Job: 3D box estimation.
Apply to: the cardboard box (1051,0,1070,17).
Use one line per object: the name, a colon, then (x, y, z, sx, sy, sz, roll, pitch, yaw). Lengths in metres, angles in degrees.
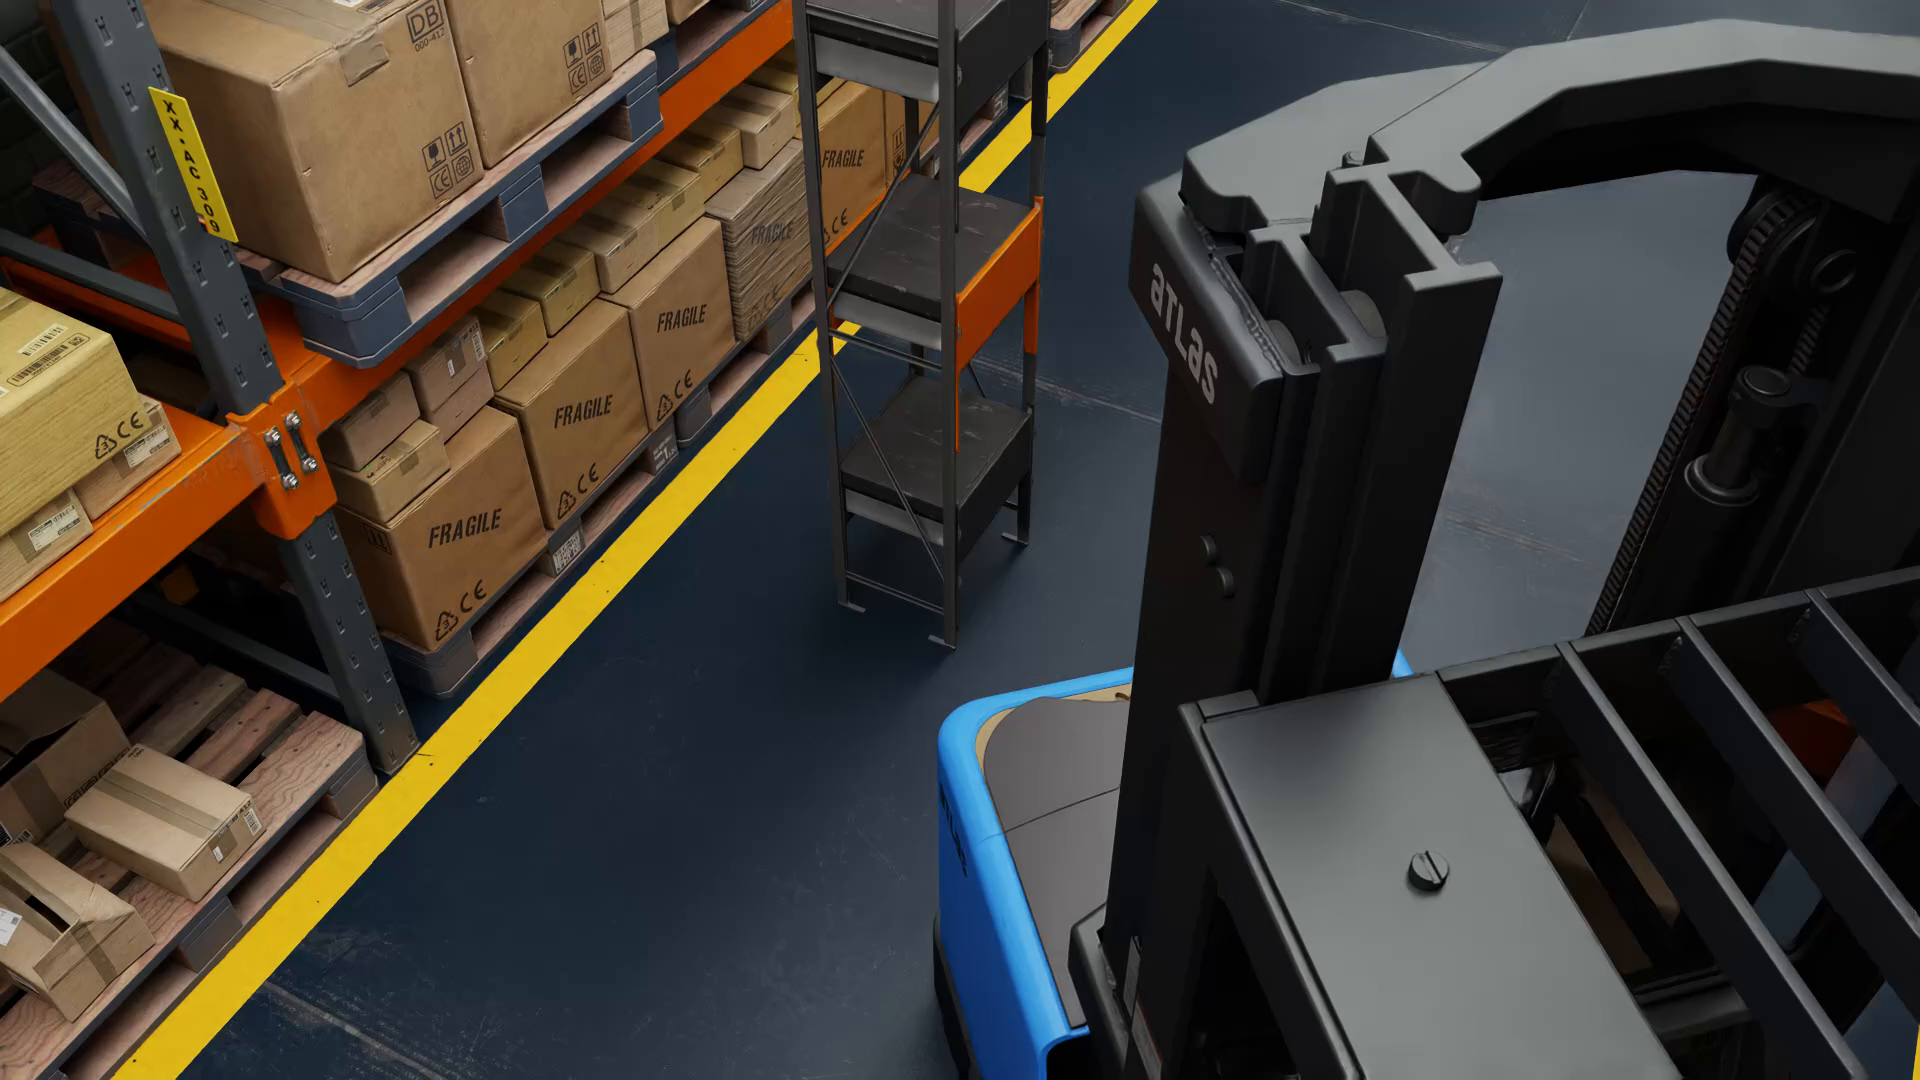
cardboard box: (0.174, -2.821, 7.304, 0.875, 0.625, 0.625, 22, 49, 20)

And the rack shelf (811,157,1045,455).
rack shelf: (-0.077, -0.624, 4.410, 0.431, 0.518, 0.480, 20, 49, 19)

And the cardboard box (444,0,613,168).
cardboard box: (-1.321, -1.340, 4.100, 0.700, 0.500, 0.500, 21, 49, 19)

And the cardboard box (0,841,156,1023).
cardboard box: (-2.148, 0.886, 3.892, 0.396, 0.266, 0.258, 22, 49, 20)

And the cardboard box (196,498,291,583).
cardboard box: (-2.018, -0.276, 4.876, 0.500, 0.500, 0.500, 20, 49, 19)

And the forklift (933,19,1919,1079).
forklift: (0.810, 0.991, 2.210, 1.130, 2.935, 3.031, -11, 46, -10)

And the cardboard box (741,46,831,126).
cardboard box: (-0.671, -1.580, 5.709, 0.380, 0.149, 0.250, 20, 49, 18)

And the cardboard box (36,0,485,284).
cardboard box: (-1.561, -1.014, 3.777, 0.700, 0.500, 0.500, 22, 49, 20)

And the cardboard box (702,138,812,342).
cardboard box: (-0.840, -1.076, 5.666, 0.500, 0.500, 0.500, 19, 48, 18)

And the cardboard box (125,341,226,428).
cardboard box: (-2.069, -0.424, 4.566, 0.380, 0.149, 0.250, 19, 48, 18)

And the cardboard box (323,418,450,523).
cardboard box: (-1.582, -0.235, 4.379, 0.380, 0.149, 0.250, 23, 50, 21)

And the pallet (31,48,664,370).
pallet: (-1.516, -1.000, 4.264, 1.003, 0.211, 1.213, 20, 49, 19)

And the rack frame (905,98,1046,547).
rack frame: (0.036, -0.788, 4.552, 0.400, 2.100, 0.015, 20, 49, 19)

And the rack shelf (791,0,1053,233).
rack shelf: (-0.077, -1.116, 3.912, 0.431, 0.518, 0.480, 20, 49, 19)

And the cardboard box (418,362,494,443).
cardboard box: (-1.522, -0.435, 4.577, 0.380, 0.149, 0.250, 19, 48, 18)

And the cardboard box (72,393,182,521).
cardboard box: (-1.908, -0.227, 3.542, 0.380, 0.149, 0.250, 21, 49, 20)

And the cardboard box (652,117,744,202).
cardboard box: (-0.932, -1.258, 5.390, 0.380, 0.149, 0.250, 21, 49, 19)

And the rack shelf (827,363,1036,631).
rack shelf: (-0.077, -0.132, 4.908, 0.431, 0.518, 0.480, 20, 49, 19)

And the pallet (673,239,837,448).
pallet: (-1.075, -0.916, 6.007, 1.003, 0.211, 1.213, 20, 49, 19)

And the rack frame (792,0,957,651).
rack frame: (-0.190, -0.480, 4.248, 0.400, 2.100, 0.015, 20, 49, 19)

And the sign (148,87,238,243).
sign: (-1.500, -0.730, 3.254, 0.100, 0.325, 0.005, 20, 49, 19)

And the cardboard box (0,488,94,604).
cardboard box: (-2.010, -0.056, 3.373, 0.380, 0.149, 0.250, 22, 49, 20)

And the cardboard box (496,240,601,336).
cardboard box: (-1.298, -0.778, 4.916, 0.380, 0.149, 0.250, 20, 49, 18)

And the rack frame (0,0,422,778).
rack frame: (-1.984, -0.600, 3.734, 1.000, 3.000, 0.127, 20, 49, 19)

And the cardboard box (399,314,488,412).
cardboard box: (-1.504, -0.519, 4.451, 0.380, 0.149, 0.250, 18, 48, 17)

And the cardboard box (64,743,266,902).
cardboard box: (-1.983, 0.703, 4.156, 0.380, 0.149, 0.250, 19, 48, 18)

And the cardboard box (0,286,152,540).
cardboard box: (-2.004, -0.250, 3.285, 0.500, 0.250, 0.500, 22, 49, 20)

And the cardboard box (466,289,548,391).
cardboard box: (-1.413, -0.600, 4.741, 0.380, 0.149, 0.250, 18, 48, 17)

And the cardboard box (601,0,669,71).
cardboard box: (-0.999, -1.449, 4.372, 0.396, 0.266, 0.258, 23, 50, 21)

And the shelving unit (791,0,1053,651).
shelving unit: (-0.077, -0.634, 4.400, 0.431, 2.100, 0.503, 20, 49, 19)

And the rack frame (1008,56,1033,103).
rack frame: (-0.127, -3.120, 6.224, 1.000, 3.000, 0.127, 20, 49, 19)

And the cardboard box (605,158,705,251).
cardboard box: (-1.031, -1.078, 5.213, 0.380, 0.149, 0.250, 22, 49, 20)

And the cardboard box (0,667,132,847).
cardboard box: (-2.500, 0.536, 4.207, 0.500, 0.311, 0.500, 22, 49, 20)

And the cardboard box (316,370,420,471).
cardboard box: (-1.636, -0.360, 4.293, 0.380, 0.149, 0.250, 20, 49, 18)

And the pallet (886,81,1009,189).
pallet: (-0.507, -1.682, 6.764, 1.003, 0.211, 1.213, 20, 49, 19)

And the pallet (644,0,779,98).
pallet: (-1.026, -1.826, 5.080, 1.003, 0.211, 1.213, 20, 49, 19)

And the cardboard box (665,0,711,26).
cardboard box: (-0.957, -1.834, 4.588, 0.700, 0.500, 0.500, 20, 49, 19)

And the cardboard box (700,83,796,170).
cardboard box: (-0.773, -1.396, 5.527, 0.380, 0.149, 0.250, 18, 48, 17)

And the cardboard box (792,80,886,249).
cardboard box: (-0.615, -1.409, 5.996, 0.500, 0.500, 0.500, 22, 49, 21)

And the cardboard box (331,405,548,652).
cardboard box: (-1.560, -0.099, 4.701, 0.500, 0.500, 0.500, 22, 49, 21)

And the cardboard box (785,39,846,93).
cardboard box: (-0.556, -1.737, 5.864, 0.380, 0.149, 0.250, 22, 49, 20)

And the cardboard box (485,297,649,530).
cardboard box: (-1.322, -0.438, 5.036, 0.500, 0.500, 0.500, 20, 49, 19)

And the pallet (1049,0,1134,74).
pallet: (0.289, -2.645, 7.716, 1.003, 0.211, 1.213, 20, 49, 19)

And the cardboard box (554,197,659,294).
cardboard box: (-1.149, -0.923, 5.059, 0.380, 0.149, 0.250, 20, 49, 19)

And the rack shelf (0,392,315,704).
rack shelf: (-2.913, 0.913, 2.745, 1.077, 0.370, 4.000, 20, 49, 19)

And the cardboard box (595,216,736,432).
cardboard box: (-1.086, -0.751, 5.345, 0.500, 0.500, 0.500, 19, 48, 18)

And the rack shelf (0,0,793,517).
rack shelf: (-1.056, -1.607, 5.235, 1.077, 0.370, 4.000, 20, 49, 19)

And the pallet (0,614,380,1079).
pallet: (-2.304, 0.813, 4.299, 1.003, 0.211, 1.213, 20, 49, 19)

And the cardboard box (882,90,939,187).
cardboard box: (-0.375, -1.740, 6.322, 0.500, 0.500, 0.500, 20, 49, 18)

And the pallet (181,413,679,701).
pallet: (-1.640, -0.145, 5.245, 1.003, 0.211, 1.213, 20, 49, 19)
